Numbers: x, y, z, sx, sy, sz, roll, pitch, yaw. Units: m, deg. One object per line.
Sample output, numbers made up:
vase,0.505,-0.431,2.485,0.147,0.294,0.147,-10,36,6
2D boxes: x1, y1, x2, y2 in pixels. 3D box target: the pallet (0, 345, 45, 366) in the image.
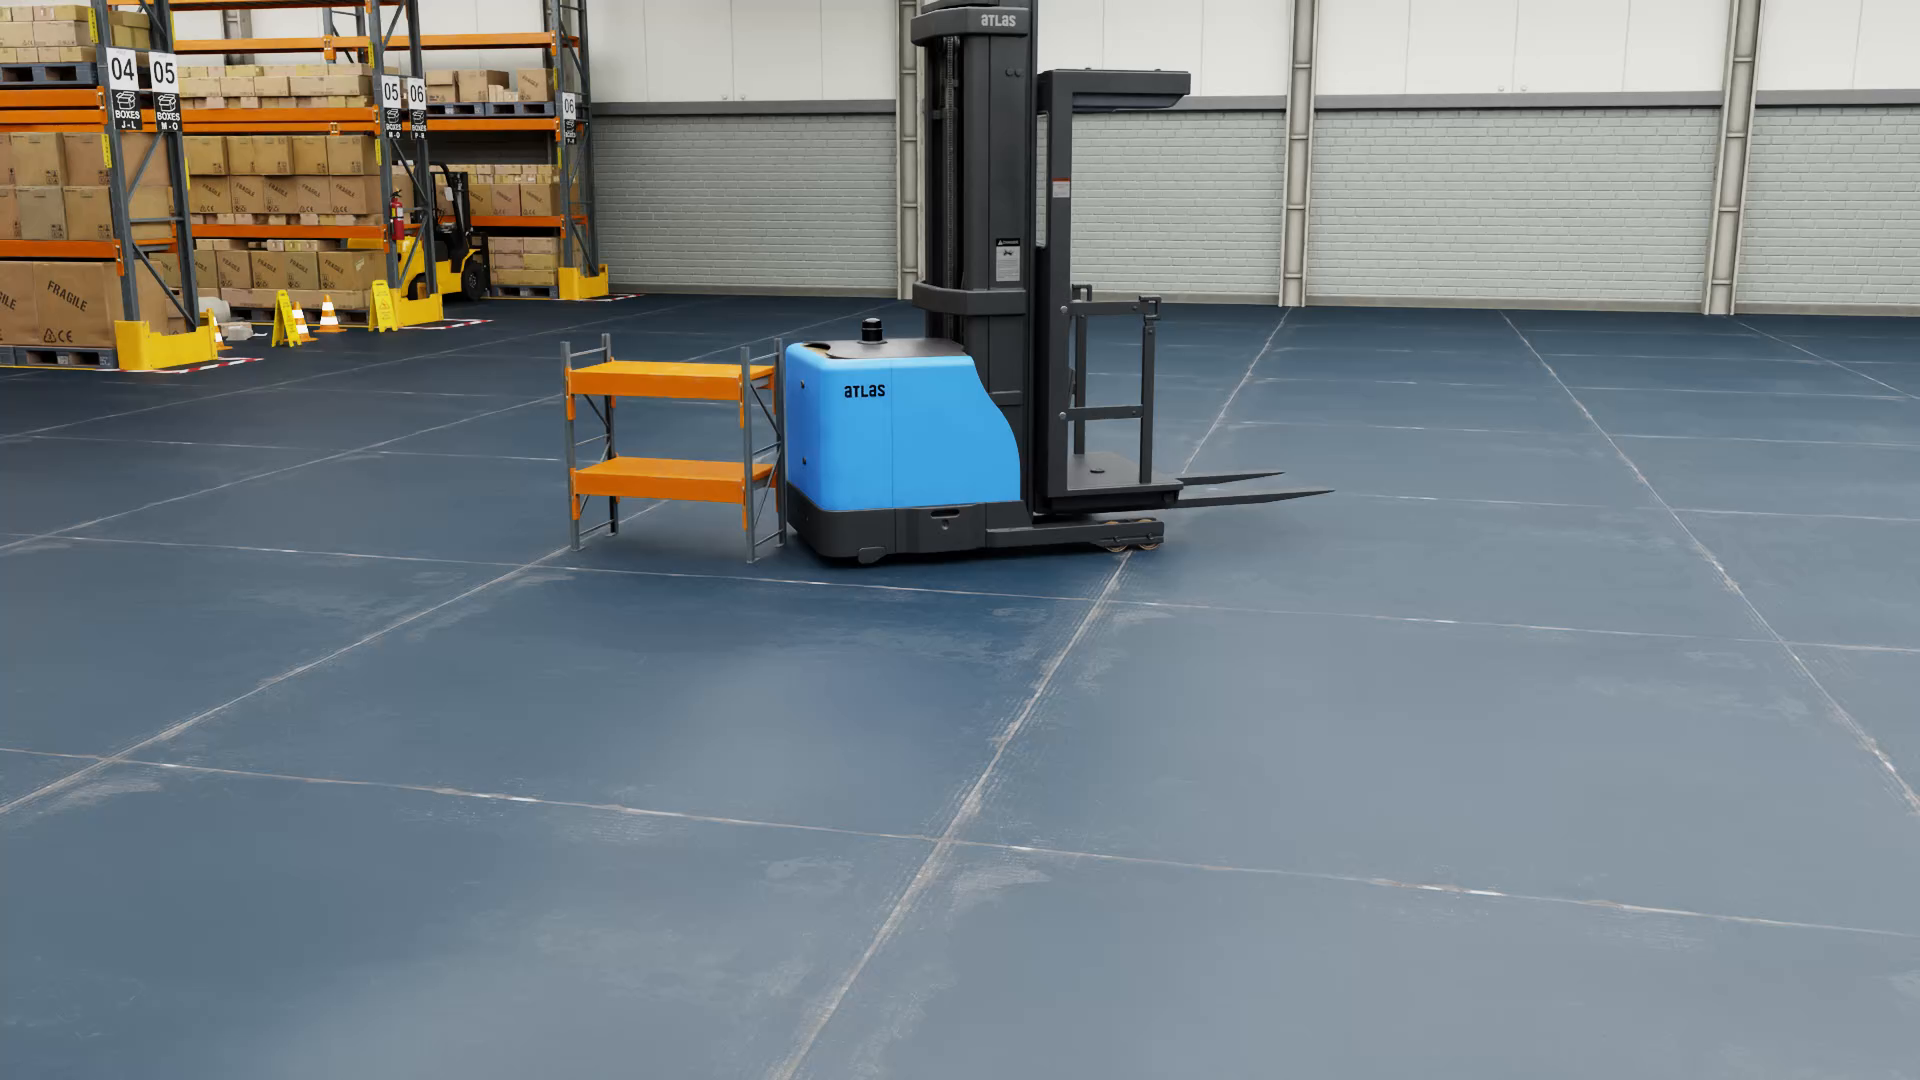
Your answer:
pallet,-10.388,-2.061,18.038,1.213,0.211,1.003,3,13,14

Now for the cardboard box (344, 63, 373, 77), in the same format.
cardboard box,-7.723,-6.067,21.467,0.250,0.149,0.380,3,13,14

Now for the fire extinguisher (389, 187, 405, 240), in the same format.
fire extinguisher,-7.323,-4.240,21.596,0.183,0.674,0.296,3,13,14

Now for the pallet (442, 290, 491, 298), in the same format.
pallet,-8.071,-4.158,27.485,1.213,0.211,1.003,3,13,14

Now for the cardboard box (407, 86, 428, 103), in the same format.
cardboard box,-8.653,-7.144,26.691,0.258,0.266,0.396,3,13,12

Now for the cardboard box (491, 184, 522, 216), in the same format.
cardboard box,-7.180,-5.472,26.742,0.500,0.500,0.500,3,13,15

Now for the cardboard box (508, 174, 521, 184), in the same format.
cardboard box,-7.034,-5.782,26.642,0.250,0.149,0.380,3,13,15

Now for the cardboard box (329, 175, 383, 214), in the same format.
cardboard box,-7.917,-4.544,21.874,0.500,0.500,0.500,3,13,13

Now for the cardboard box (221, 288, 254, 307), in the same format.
cardboard box,-9.663,-3.311,22.610,0.500,0.250,0.500,3,13,13

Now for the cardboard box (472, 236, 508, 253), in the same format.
cardboard box,-7.649,-4.783,26.935,0.500,0.250,0.500,3,13,14

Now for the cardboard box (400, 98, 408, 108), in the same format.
cardboard box,-7.568,-5.807,22.139,0.250,0.149,0.380,3,13,14

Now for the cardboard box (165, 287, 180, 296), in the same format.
cardboard box,-10.493,-3.027,21.717,0.500,0.500,0.500,-9,15,-35

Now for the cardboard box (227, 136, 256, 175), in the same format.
cardboard box,-9.332,-5.131,22.208,0.500,0.500,0.700,3,13,13

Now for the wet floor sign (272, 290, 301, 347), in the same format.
wet floor sign,-7.909,-2.600,19.461,0.232,0.644,0.267,1,13,4

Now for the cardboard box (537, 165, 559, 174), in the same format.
cardboard box,-6.536,-5.909,26.528,0.250,0.149,0.380,3,13,14

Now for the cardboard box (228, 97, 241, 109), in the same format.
cardboard box,-9.464,-5.781,22.022,0.250,0.149,0.380,3,13,14

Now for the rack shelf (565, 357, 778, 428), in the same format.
rack shelf,-1.522,-0.794,8.863,1.000,0.278,0.538,3,13,15

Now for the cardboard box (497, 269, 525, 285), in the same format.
cardboard box,-7.151,-4.273,26.945,0.500,0.250,0.500,3,13,14

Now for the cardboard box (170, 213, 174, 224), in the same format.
cardboard box,-10.721,-4.379,22.627,0.250,0.149,0.380,3,13,15

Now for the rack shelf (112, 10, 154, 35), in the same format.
rack shelf,-13.149,-7.074,22.926,4.000,0.370,1.077,3,13,14

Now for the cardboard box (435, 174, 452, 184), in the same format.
cardboard box,-8.279,-5.841,26.907,0.250,0.149,0.380,3,13,12

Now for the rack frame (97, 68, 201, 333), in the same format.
rack frame,-8.412,-3.334,17.336,0.127,3.000,1.000,3,13,14

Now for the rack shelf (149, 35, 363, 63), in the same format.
rack shelf,-11.963,-8.118,27.632,4.000,0.370,1.077,3,13,14

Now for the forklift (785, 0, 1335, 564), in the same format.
forklift,0.599,-1.471,9.096,3.031,2.935,1.130,-4,13,-17

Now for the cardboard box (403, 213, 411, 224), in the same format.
cardboard box,-7.604,-4.319,22.354,0.250,0.149,0.380,3,13,14

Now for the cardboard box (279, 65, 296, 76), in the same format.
cardboard box,-8.686,-6.136,21.778,0.250,0.149,0.380,3,13,14

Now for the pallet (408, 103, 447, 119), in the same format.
pallet,-9.187,-7.014,27.202,1.213,0.211,1.003,3,13,14

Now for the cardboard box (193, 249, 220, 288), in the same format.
cardboard box,-10.177,-3.704,22.650,0.500,0.500,0.500,4,13,16

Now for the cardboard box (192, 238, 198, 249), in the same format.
cardboard box,-10.592,-4.027,22.608,0.250,0.149,0.380,3,13,14

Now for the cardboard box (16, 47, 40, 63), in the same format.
cardboard box,-9.310,-4.902,16.858,0.250,0.149,0.380,3,13,14

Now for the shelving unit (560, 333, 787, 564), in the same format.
shelving unit,-1.522,-0.508,8.926,1.048,1.125,0.538,3,13,15

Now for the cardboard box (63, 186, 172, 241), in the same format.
cardboard box,-8.783,-3.417,17.364,0.550,0.550,0.875,3,13,14

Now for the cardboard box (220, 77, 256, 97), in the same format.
cardboard box,-9.369,-5.965,21.926,0.500,0.250,0.500,3,13,14

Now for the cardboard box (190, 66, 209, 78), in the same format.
cardboard box,-9.964,-6.189,22.019,0.250,0.149,0.380,3,13,12

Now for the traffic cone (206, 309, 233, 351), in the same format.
traffic cone,-8.587,-2.422,19.081,0.334,0.463,0.336,3,13,14

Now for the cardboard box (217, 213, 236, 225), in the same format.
cardboard box,-9.739,-4.313,22.328,0.250,0.149,0.380,3,13,14

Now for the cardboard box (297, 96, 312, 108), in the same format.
cardboard box,-8.466,-5.736,21.816,0.250,0.149,0.380,3,13,14

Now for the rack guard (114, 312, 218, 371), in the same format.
rack guard,-8.388,-2.112,17.601,0.348,0.500,1.175,3,13,14

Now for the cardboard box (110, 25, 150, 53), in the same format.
cardboard box,-8.819,-5.203,17.295,0.500,0.250,0.500,3,13,13

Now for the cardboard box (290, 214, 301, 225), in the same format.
cardboard box,-8.727,-4.289,22.222,0.250,0.149,0.380,3,13,14

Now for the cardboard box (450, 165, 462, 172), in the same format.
cardboard box,-8.027,-5.988,26.881,0.250,0.149,0.380,3,13,14

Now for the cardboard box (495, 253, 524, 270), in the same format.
cardboard box,-7.170,-4.519,26.900,0.500,0.250,0.500,3,13,13

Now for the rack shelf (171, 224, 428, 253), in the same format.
rack shelf,-9.266,-4.133,22.597,4.000,0.370,1.077,3,13,14

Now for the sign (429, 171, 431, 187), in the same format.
sign,-7.194,-4.917,22.472,0.005,0.325,0.100,3,13,14

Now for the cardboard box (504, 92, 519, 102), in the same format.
cardboard box,-7.015,-6.999,26.309,0.250,0.149,0.380,3,13,12

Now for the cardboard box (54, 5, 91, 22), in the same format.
cardboard box,-8.820,-5.265,16.653,0.250,0.149,0.380,3,13,14

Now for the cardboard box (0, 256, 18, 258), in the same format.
cardboard box,-10.825,-2.616,18.036,0.875,0.875,0.875,3,13,14

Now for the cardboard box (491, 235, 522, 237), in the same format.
cardboard box,-7.528,-4.893,27.433,0.500,0.250,0.500,3,13,13

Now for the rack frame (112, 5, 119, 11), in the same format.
rack frame,-13.905,-8.768,27.978,0.127,3.000,1.000,3,13,14

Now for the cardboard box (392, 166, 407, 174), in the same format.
cardboard box,-9.033,-6.023,27.039,0.250,0.149,0.380,3,13,15

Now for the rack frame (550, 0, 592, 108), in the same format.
rack frame,-6.138,-8.353,26.107,0.127,3.000,1.000,3,13,14
